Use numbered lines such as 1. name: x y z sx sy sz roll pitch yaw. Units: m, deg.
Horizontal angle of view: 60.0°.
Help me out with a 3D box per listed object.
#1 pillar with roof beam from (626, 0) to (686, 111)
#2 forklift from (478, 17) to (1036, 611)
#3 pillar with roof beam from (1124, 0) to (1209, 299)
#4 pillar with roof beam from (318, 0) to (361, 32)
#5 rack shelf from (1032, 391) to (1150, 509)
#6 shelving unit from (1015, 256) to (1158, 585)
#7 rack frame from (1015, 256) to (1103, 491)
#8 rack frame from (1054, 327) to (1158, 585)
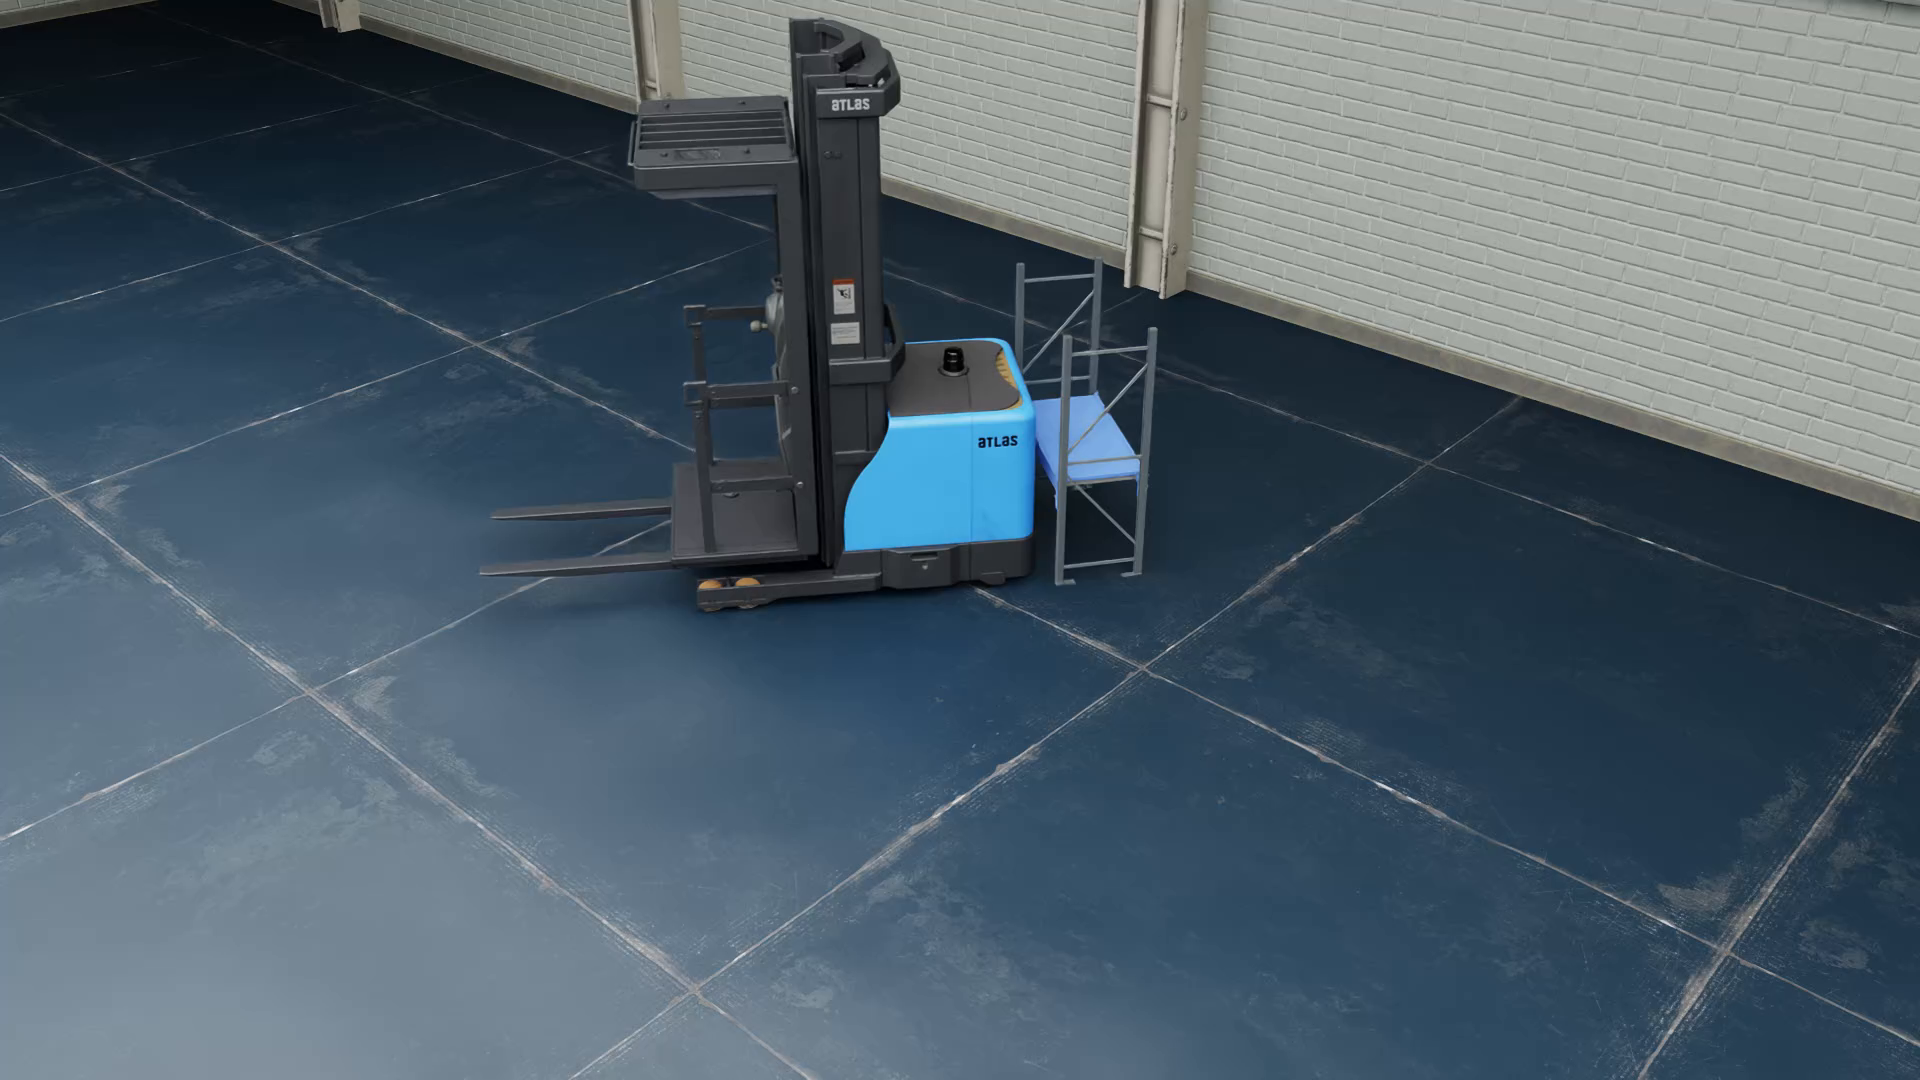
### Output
1. pillar with roof beam: -5.812 -6.260 11.368 0.400 9.000 9.100 25 39 35
2. forklift: -1.140 -1.159 8.778 3.031 2.935 1.130 -4 31 -7
3. pillar with roof beam: -1.364 -4.183 7.918 0.400 9.000 9.100 25 39 35
4. pillar with roof beam: -10.261 -8.336 14.817 0.400 9.000 9.100 25 39 35
5. rack shelf: 0.670 -0.528 9.466 0.538 0.185 1.000 -6 32 -10
6. shelving unit: 0.670 -0.682 9.373 0.538 1.500 1.048 -6 32 -10
7. rack frame: 0.565 -0.939 9.799 0.500 1.500 0.032 -6 32 -10
8. rack frame: 0.775 -0.425 8.947 0.500 1.500 0.032 -6 32 -10
